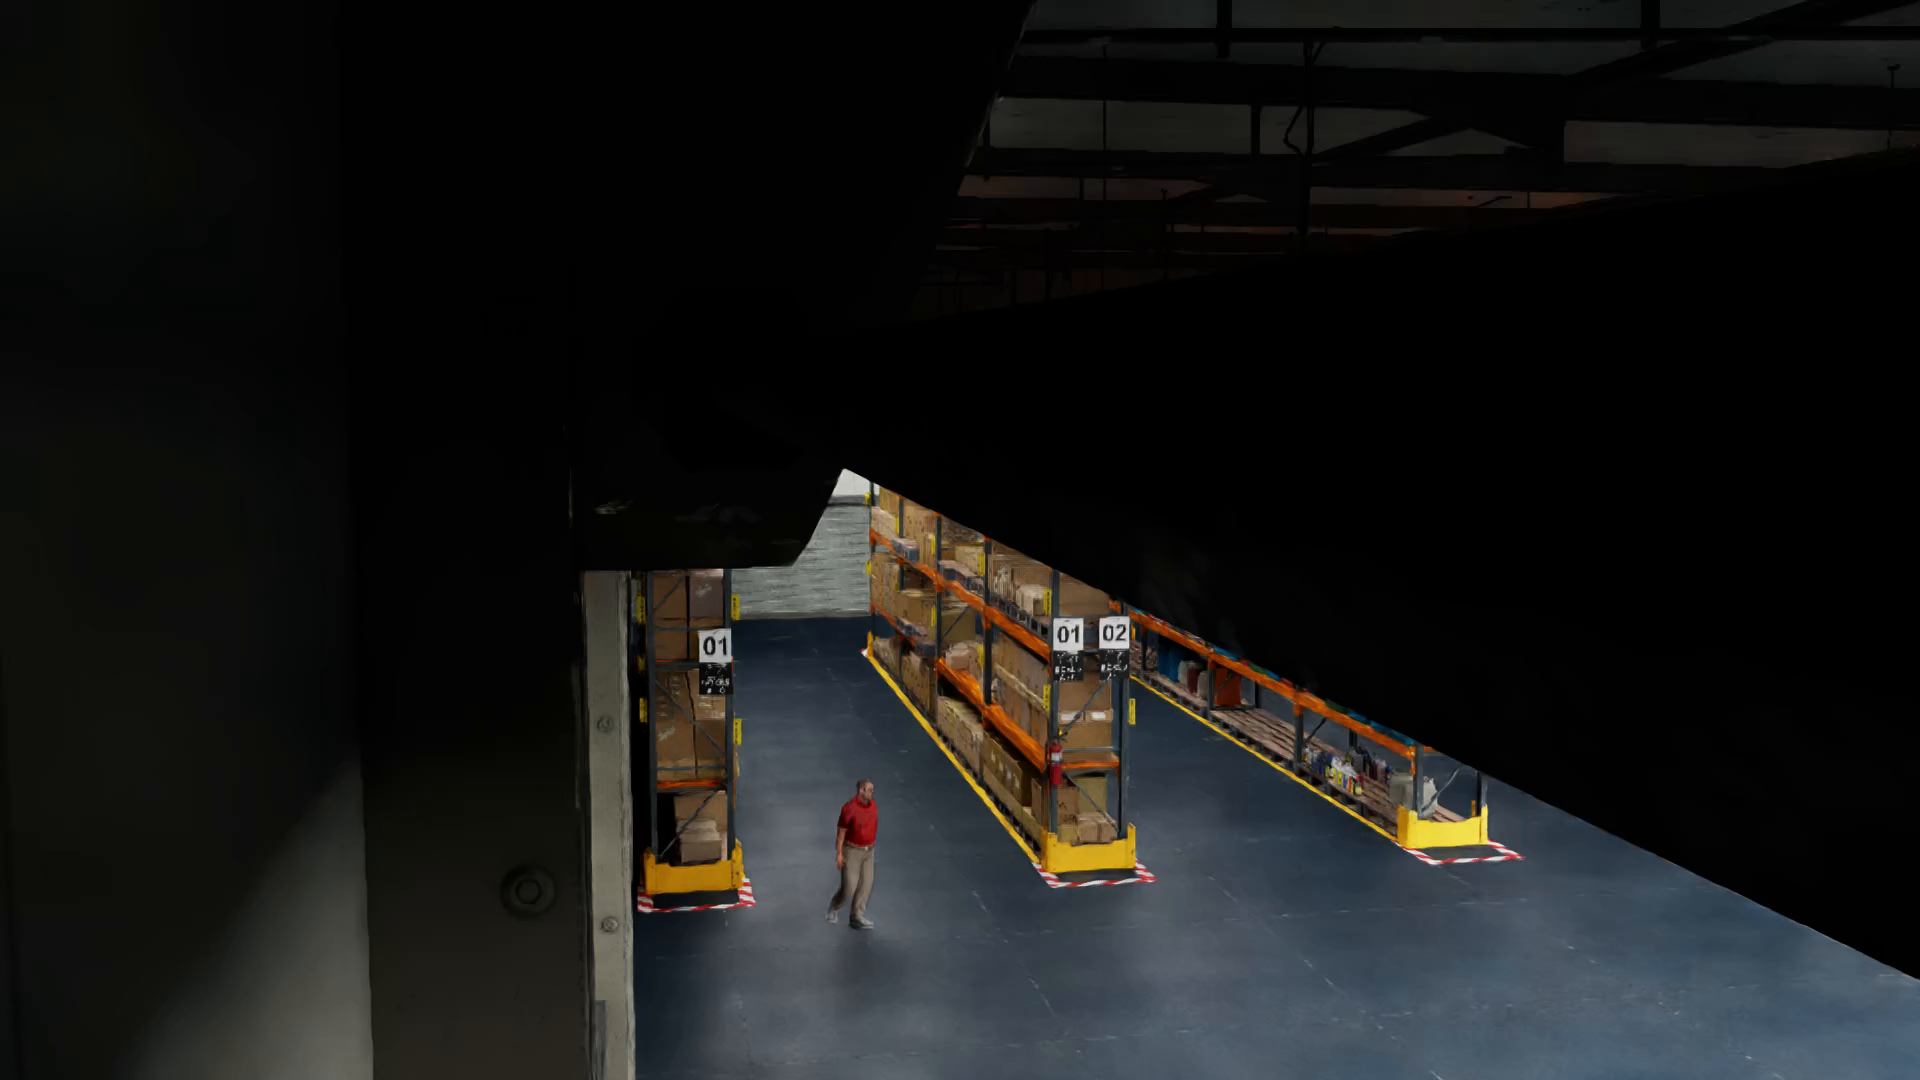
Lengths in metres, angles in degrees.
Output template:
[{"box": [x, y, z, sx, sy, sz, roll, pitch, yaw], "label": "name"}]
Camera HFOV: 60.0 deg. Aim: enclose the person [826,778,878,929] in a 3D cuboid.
[{"box": [-1.217, 3.521, 18.793, 0.561, 1.715, 0.596, 5, 8, 42], "label": "person"}]
